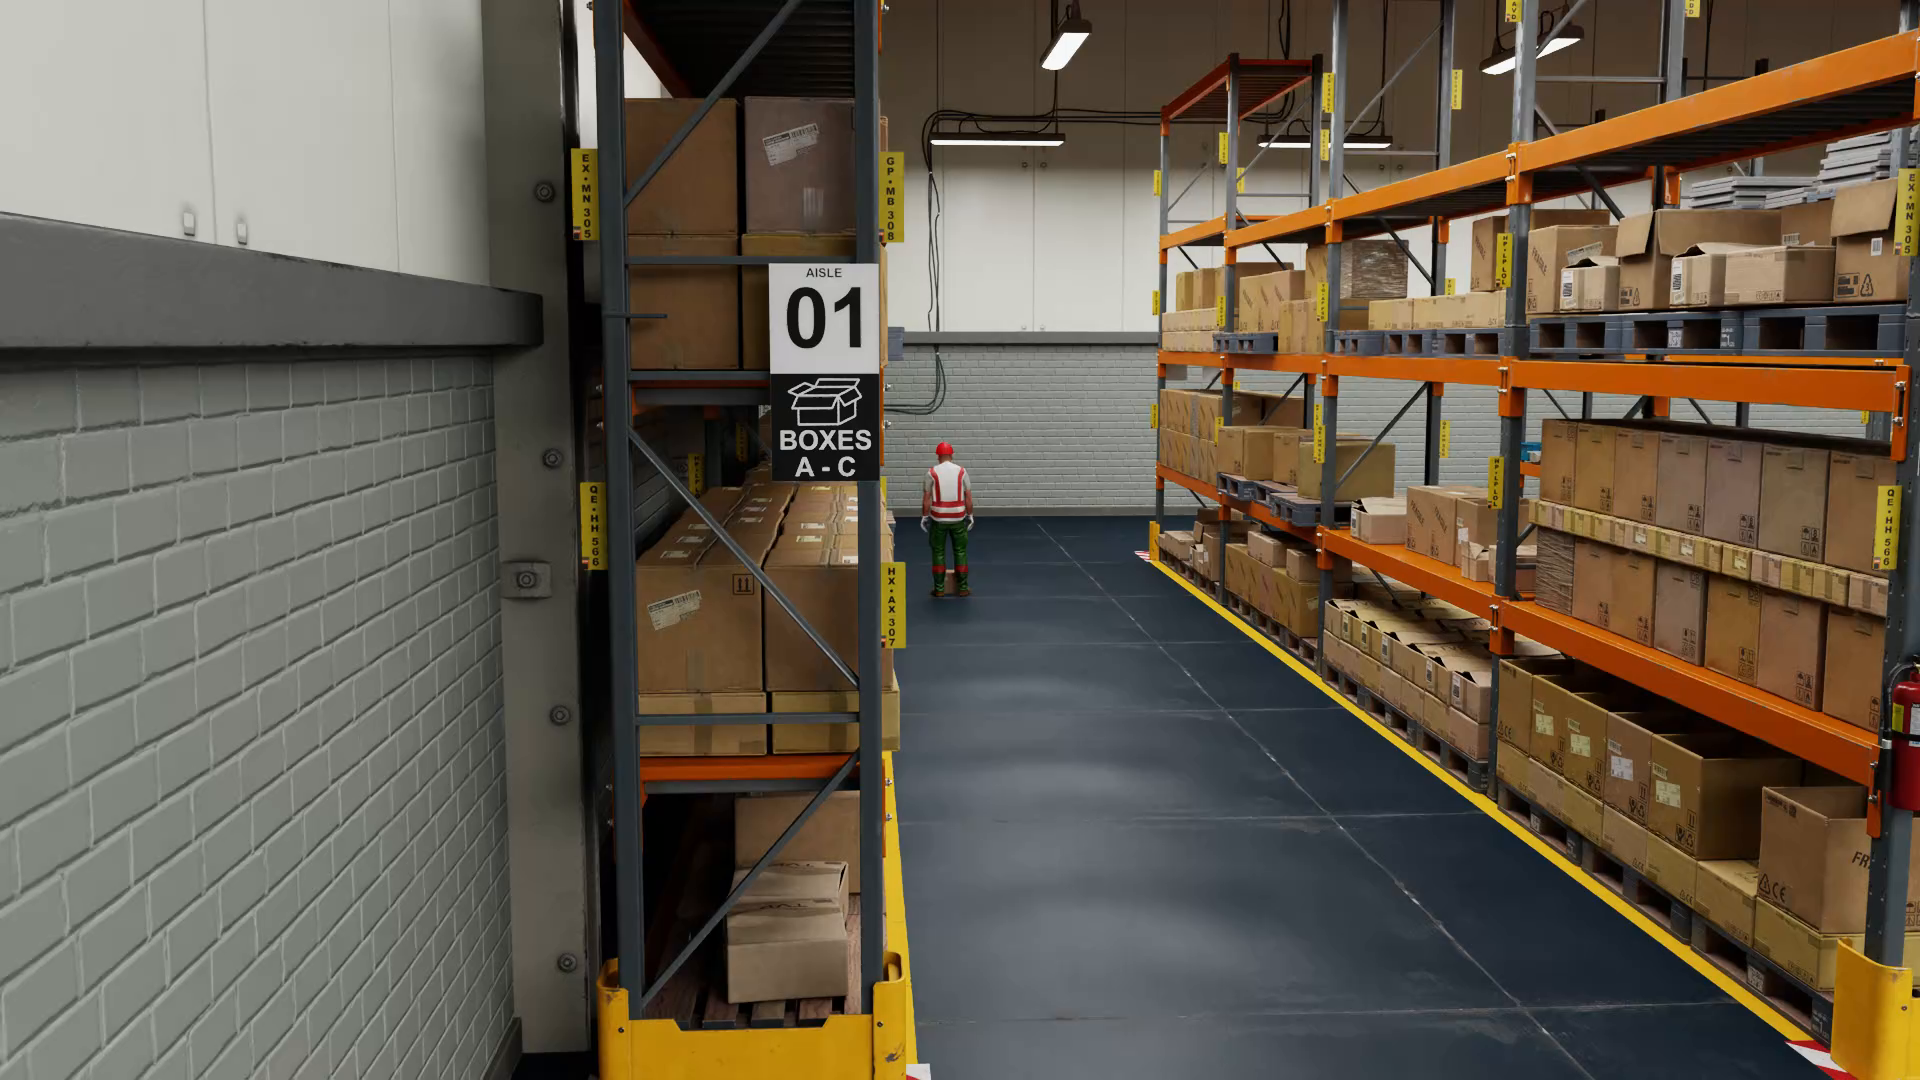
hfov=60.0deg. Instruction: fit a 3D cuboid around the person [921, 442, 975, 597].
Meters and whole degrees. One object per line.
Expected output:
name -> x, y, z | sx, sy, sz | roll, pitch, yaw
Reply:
person -> -0.139, -0.242, 19.217 | 0.621, 1.779, 0.453 | -1, 7, -5
